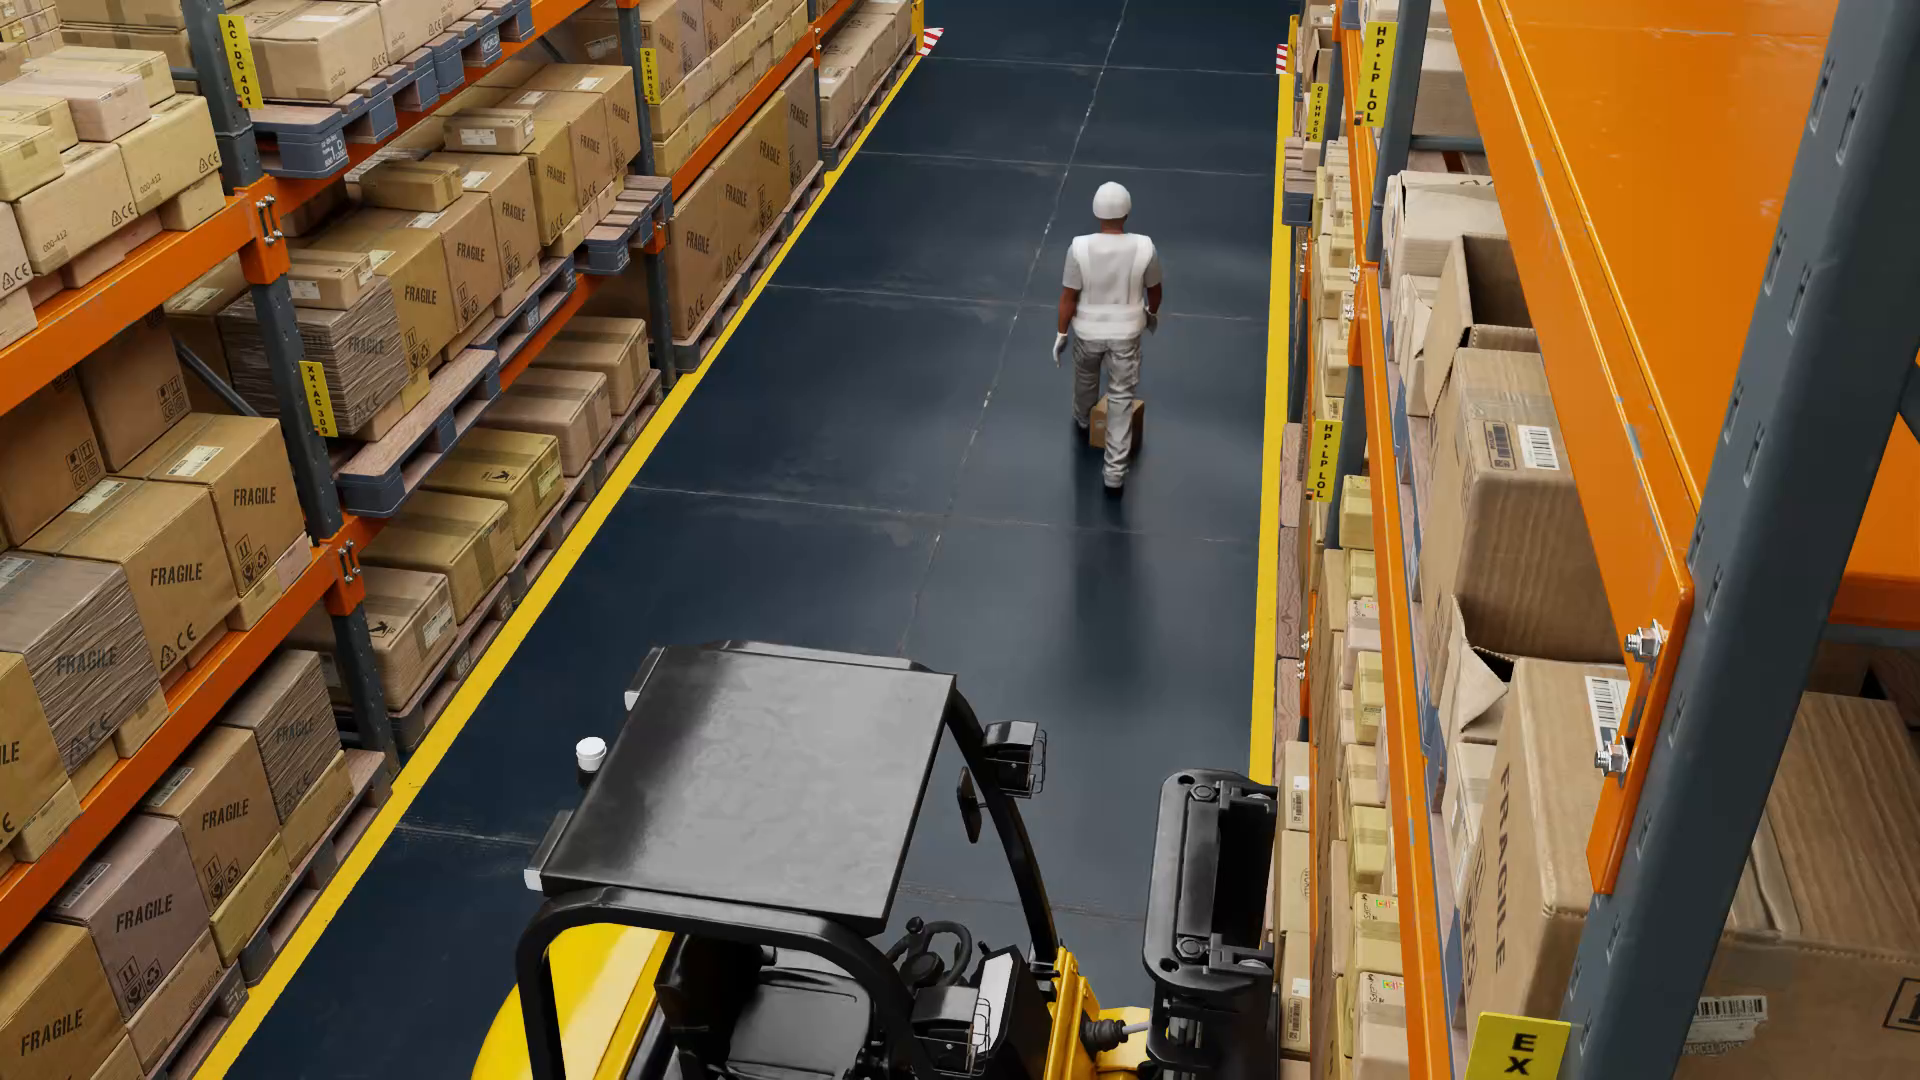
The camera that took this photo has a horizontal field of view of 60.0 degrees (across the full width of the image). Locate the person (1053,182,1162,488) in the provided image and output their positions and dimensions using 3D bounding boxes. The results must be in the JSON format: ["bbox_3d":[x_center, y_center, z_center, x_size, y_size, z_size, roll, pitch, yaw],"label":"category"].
[{"bbox_3d":[0.860,-1.279,9.645,0.599,1.724,1.074,4,32,6],"label":"person"}]
